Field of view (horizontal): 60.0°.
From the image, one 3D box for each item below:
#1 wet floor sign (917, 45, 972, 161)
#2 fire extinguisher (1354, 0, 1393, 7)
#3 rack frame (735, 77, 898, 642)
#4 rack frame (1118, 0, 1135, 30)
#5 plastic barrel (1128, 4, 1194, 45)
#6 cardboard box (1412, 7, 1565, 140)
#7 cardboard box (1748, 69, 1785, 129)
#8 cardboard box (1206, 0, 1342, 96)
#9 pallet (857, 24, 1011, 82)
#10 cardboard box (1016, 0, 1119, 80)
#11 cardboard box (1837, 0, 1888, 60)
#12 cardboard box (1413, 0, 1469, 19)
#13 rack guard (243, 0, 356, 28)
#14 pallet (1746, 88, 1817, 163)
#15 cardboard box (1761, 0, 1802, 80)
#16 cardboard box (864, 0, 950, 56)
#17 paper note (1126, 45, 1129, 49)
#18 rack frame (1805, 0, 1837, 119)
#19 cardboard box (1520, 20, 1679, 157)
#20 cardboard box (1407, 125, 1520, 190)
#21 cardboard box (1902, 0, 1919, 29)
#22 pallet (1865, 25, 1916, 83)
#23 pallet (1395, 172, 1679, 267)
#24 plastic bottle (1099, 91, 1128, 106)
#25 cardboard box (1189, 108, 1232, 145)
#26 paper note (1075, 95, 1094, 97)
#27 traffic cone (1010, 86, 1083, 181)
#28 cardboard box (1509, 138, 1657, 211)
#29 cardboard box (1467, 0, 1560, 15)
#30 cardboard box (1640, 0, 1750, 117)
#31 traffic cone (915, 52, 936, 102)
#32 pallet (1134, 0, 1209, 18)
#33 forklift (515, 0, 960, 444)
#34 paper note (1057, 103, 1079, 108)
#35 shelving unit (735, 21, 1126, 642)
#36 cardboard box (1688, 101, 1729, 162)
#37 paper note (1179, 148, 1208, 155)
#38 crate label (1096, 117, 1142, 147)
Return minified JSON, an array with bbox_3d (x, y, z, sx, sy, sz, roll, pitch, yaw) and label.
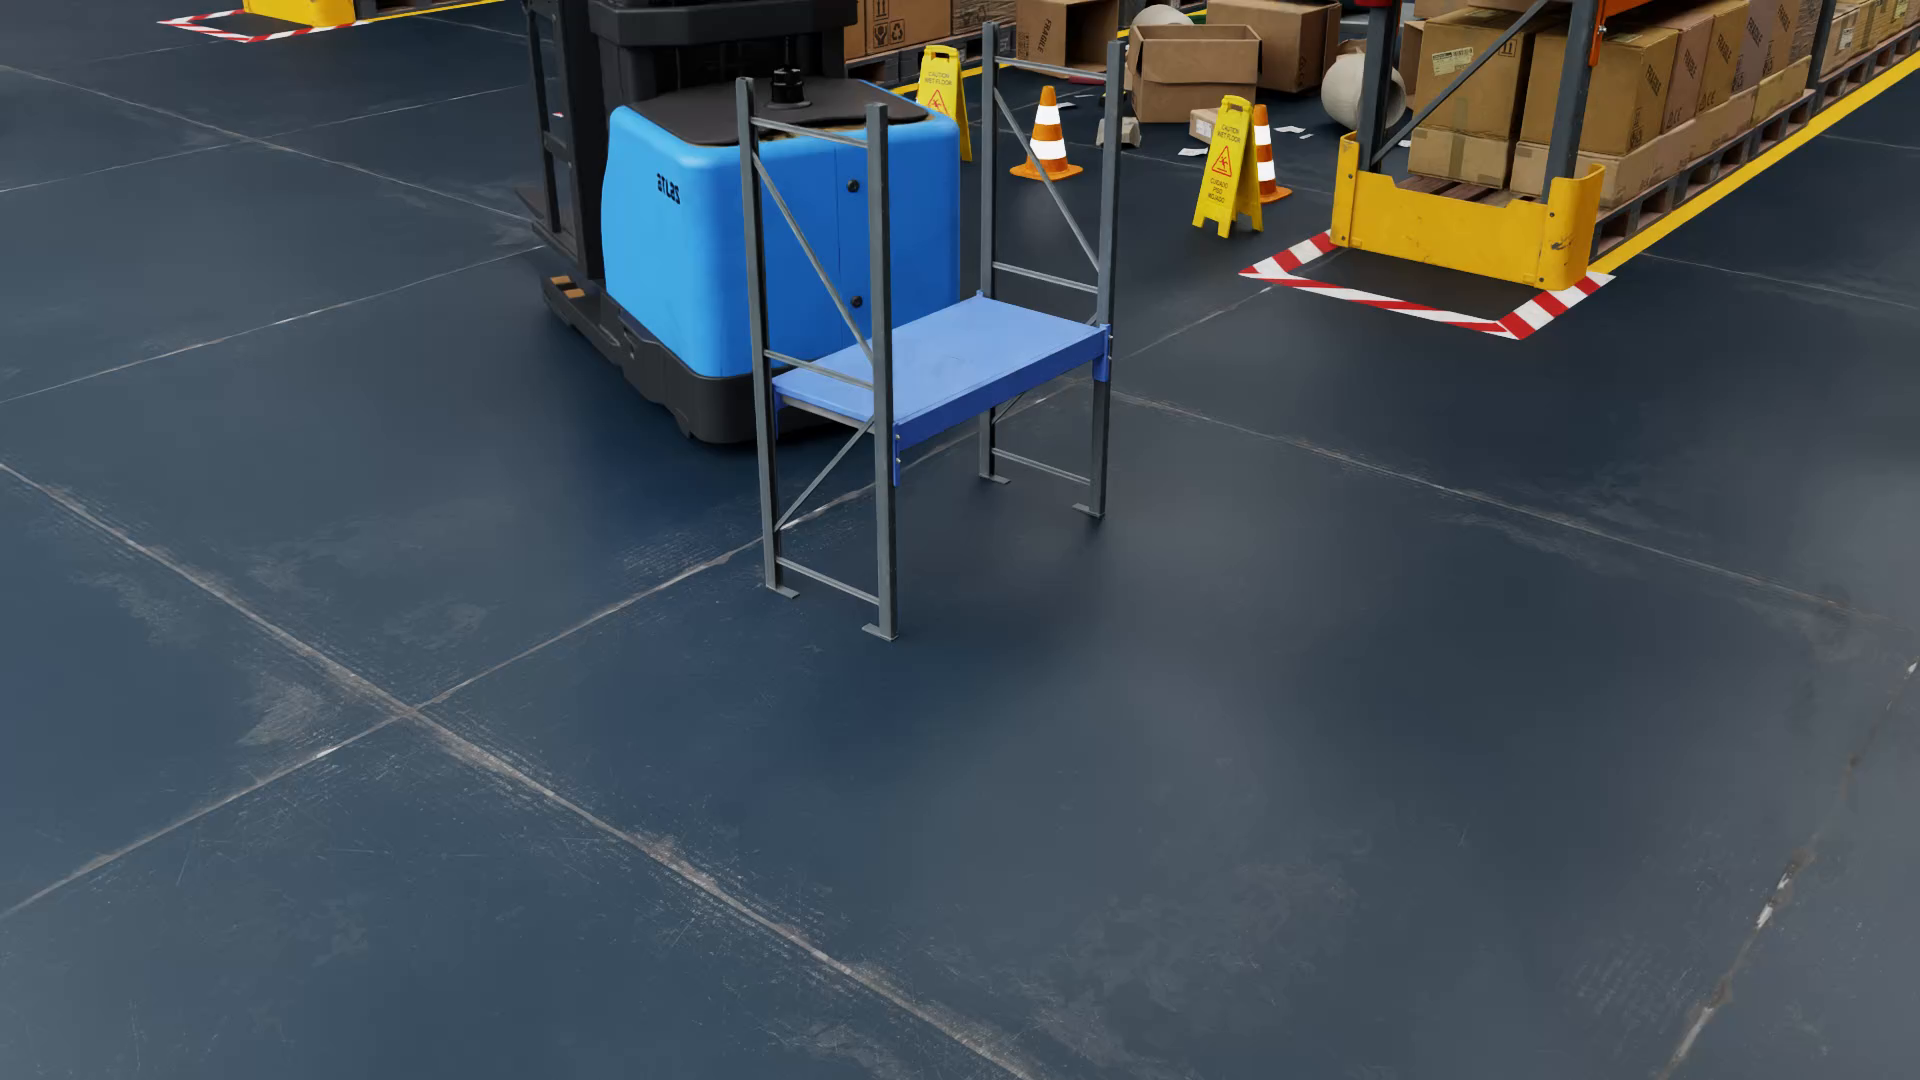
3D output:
[{"bbox_3d":[-0.102,-2.407,9.201,0.267,0.644,0.232,15,31,26],"label":"wet floor sign"},{"bbox_3d":[1.844,-2.691,7.271,0.296,0.674,0.183,21,34,34],"label":"fire extinguisher"},{"bbox_3d":[-0.378,-0.456,4.499,0.500,1.500,0.032,21,34,34],"label":"rack frame"},{"bbox_3d":[0.933,-5.460,12.540,1.000,3.000,0.127,21,34,34],"label":"rack frame"},{"bbox_3d":[1.395,-3.465,11.488,0.421,0.421,0.512,-5,28,-9],"label":"plastic barrel"},{"bbox_3d":[2.581,-2.290,8.131,0.500,0.500,0.500,21,34,35],"label":"cardboard box"},{"bbox_3d":[4.317,-2.535,9.420,0.500,0.250,0.500,20,33,33],"label":"cardboard box"},{"bbox_3d":[2.024,-3.279,10.893,0.797,0.637,0.503,21,34,34],"label":"cardboard box"},{"bbox_3d":[-0.387,-3.540,11.864,1.003,0.211,1.213,21,34,34],"label":"pallet"},{"bbox_3d":[0.737,-3.501,11.470,0.500,0.500,0.500,-21,34,-35],"label":"cardboard box"},{"bbox_3d":[5.603,-3.511,11.176,0.950,0.372,0.625,23,35,37],"label":"cardboard box"},{"bbox_3d":[3.424,-3.785,11.198,0.500,0.500,0.500,21,34,34],"label":"cardboard box"},{"bbox_3d":[-5.326,-4.444,13.296,1.175,0.500,0.348,21,34,34],"label":"rack guard"},{"bbox_3d":[4.417,-2.562,9.973,1.003,0.211,1.213,21,34,34],"label":"pallet"},{"bbox_3d":[4.325,-2.879,9.269,0.500,0.500,0.500,21,34,35],"label":"cardboard box"},{"bbox_3d":[-0.673,-3.857,11.297,0.875,0.875,0.875,20,34,34],"label":"cardboard box"},{"bbox_3d":[1.204,-3.639,12.250,0.147,0.020,0.142,0,27,0],"label":"paper note"},{"bbox_3d":[4.816,-4.049,9.813,1.000,3.000,0.127,21,34,34],"label":"rack frame"},{"bbox_3d":[3.013,-2.143,7.848,0.500,0.500,0.500,19,33,33],"label":"cardboard box"},{"bbox_3d":[2.594,-1.970,8.329,0.500,0.250,0.500,21,34,34],"label":"cardboard box"},{"bbox_3d":[6.530,-4.025,12.170,0.950,0.372,0.625,20,33,33],"label":"cardboard box"},{"bbox_3d":[6.086,-3.522,11.828,1.003,0.211,1.213,21,34,34],"label":"pallet"},{"bbox_3d":[2.865,-1.697,8.301,1.003,0.211,1.213,21,34,34],"label":"pallet"},{"bbox_3d":[0.991,-2.843,10.679,0.133,0.061,0.283,9,29,17],"label":"plastic bottle"},{"bbox_3d":[1.547,-2.420,9.765,0.250,0.149,0.380,-10,29,-18],"label":"cardboard box"},{"bbox_3d":[0.809,-2.893,10.832,0.123,0.001,0.032,-10,29,-18],"label":"paper note"},{"bbox_3d":[0.477,-2.238,9.072,0.336,0.463,0.334,21,34,34],"label":"traffic cone"},{"bbox_3d":[2.999,-1.802,8.003,0.500,0.250,0.500,20,34,34],"label":"cardboard box"},{"bbox_3d":[2.762,-2.728,8.271,0.380,0.149,0.250,22,35,36],"label":"cardboard box"},{"bbox_3d":[3.668,-2.505,8.548,0.500,0.500,0.500,22,34,35],"label":"cardboard box"},{"bbox_3d":[-0.178,-2.688,9.943,0.336,0.463,0.334,21,34,34],"label":"traffic cone"},{"bbox_3d":[1.365,-4.517,13.752,1.003,0.211,1.213,21,34,34],"label":"pallet"},{"bbox_3d":[-1.133,-2.277,6.461,1.130,2.935,3.031,-14,31,-25],"label":"forklift"},{"bbox_3d":[0.669,-2.767,10.568,0.142,0.017,0.144,-15,31,-27],"label":"paper note"},{"bbox_3d":[-0.054,-0.636,4.847,0.538,1.500,1.048,21,34,34],"label":"shelving unit"},{"bbox_3d":[3.666,-2.177,8.730,0.500,0.250,0.500,24,35,38],"label":"cardboard box"},{"bbox_3d":[1.337,-2.229,9.526,0.148,0.019,0.142,9,29,17],"label":"paper note"},{"bbox_3d":[0.930,-2.390,9.721,0.250,0.136,0.298,4,28,8],"label":"crate label"}]
